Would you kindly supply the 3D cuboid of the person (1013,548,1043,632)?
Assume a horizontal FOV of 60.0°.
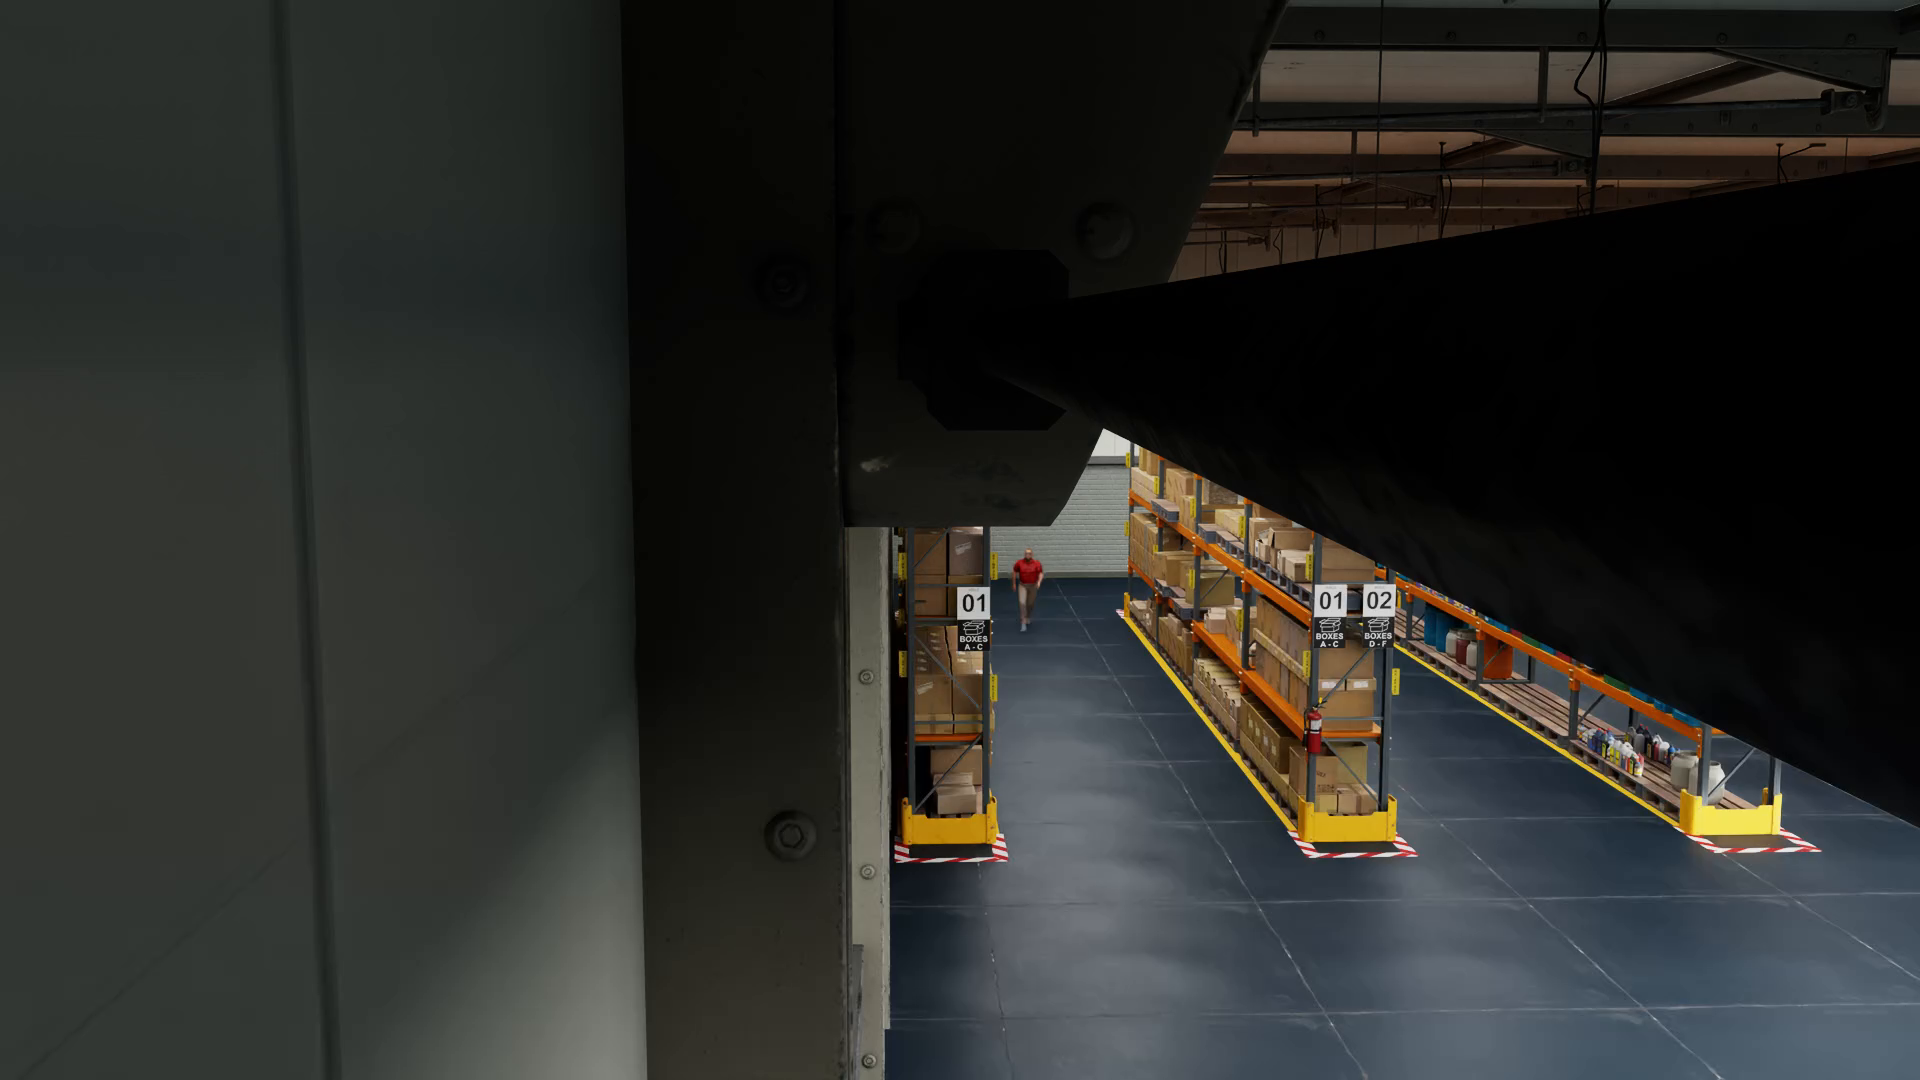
[{"bbox_3d":[1.434,1.027,35.046,0.620,1.716,0.995,0,7,-3],"label":"person"}]
